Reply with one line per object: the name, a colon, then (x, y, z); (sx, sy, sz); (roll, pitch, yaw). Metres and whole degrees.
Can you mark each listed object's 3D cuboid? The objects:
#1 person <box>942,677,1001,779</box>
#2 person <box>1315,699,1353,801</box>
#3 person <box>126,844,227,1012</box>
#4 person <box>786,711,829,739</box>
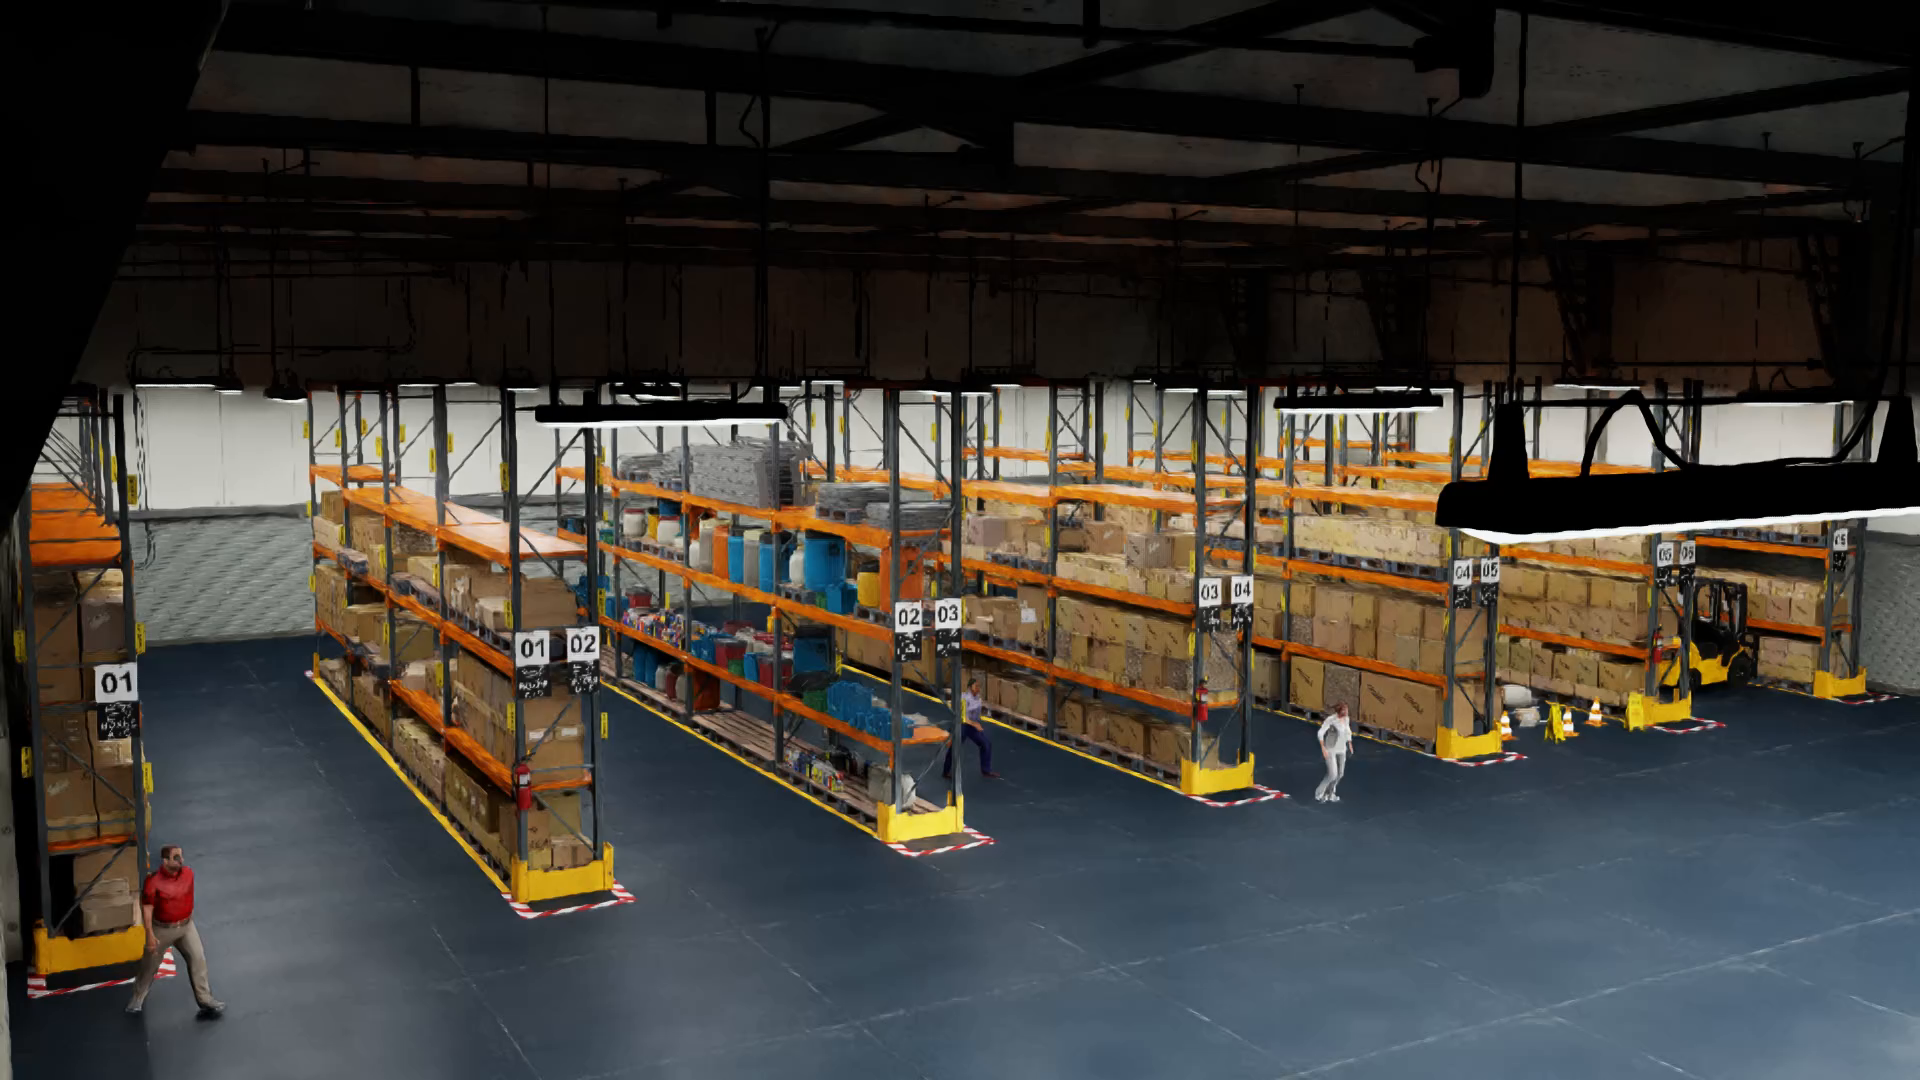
person: (0.133, 2.850, 25.323); (0.782, 1.589, 0.662); (5, 8, 41)
person: (5.376, 3.082, 23.945); (0.566, 1.434, 0.516); (-4, 7, -31)
person: (-7.670, 3.773, 16.125); (0.952, 1.691, 0.621); (4, 7, 35)
person: (-2.549, 2.555, 27.923); (0.813, 1.607, 0.638); (6, 8, 44)
